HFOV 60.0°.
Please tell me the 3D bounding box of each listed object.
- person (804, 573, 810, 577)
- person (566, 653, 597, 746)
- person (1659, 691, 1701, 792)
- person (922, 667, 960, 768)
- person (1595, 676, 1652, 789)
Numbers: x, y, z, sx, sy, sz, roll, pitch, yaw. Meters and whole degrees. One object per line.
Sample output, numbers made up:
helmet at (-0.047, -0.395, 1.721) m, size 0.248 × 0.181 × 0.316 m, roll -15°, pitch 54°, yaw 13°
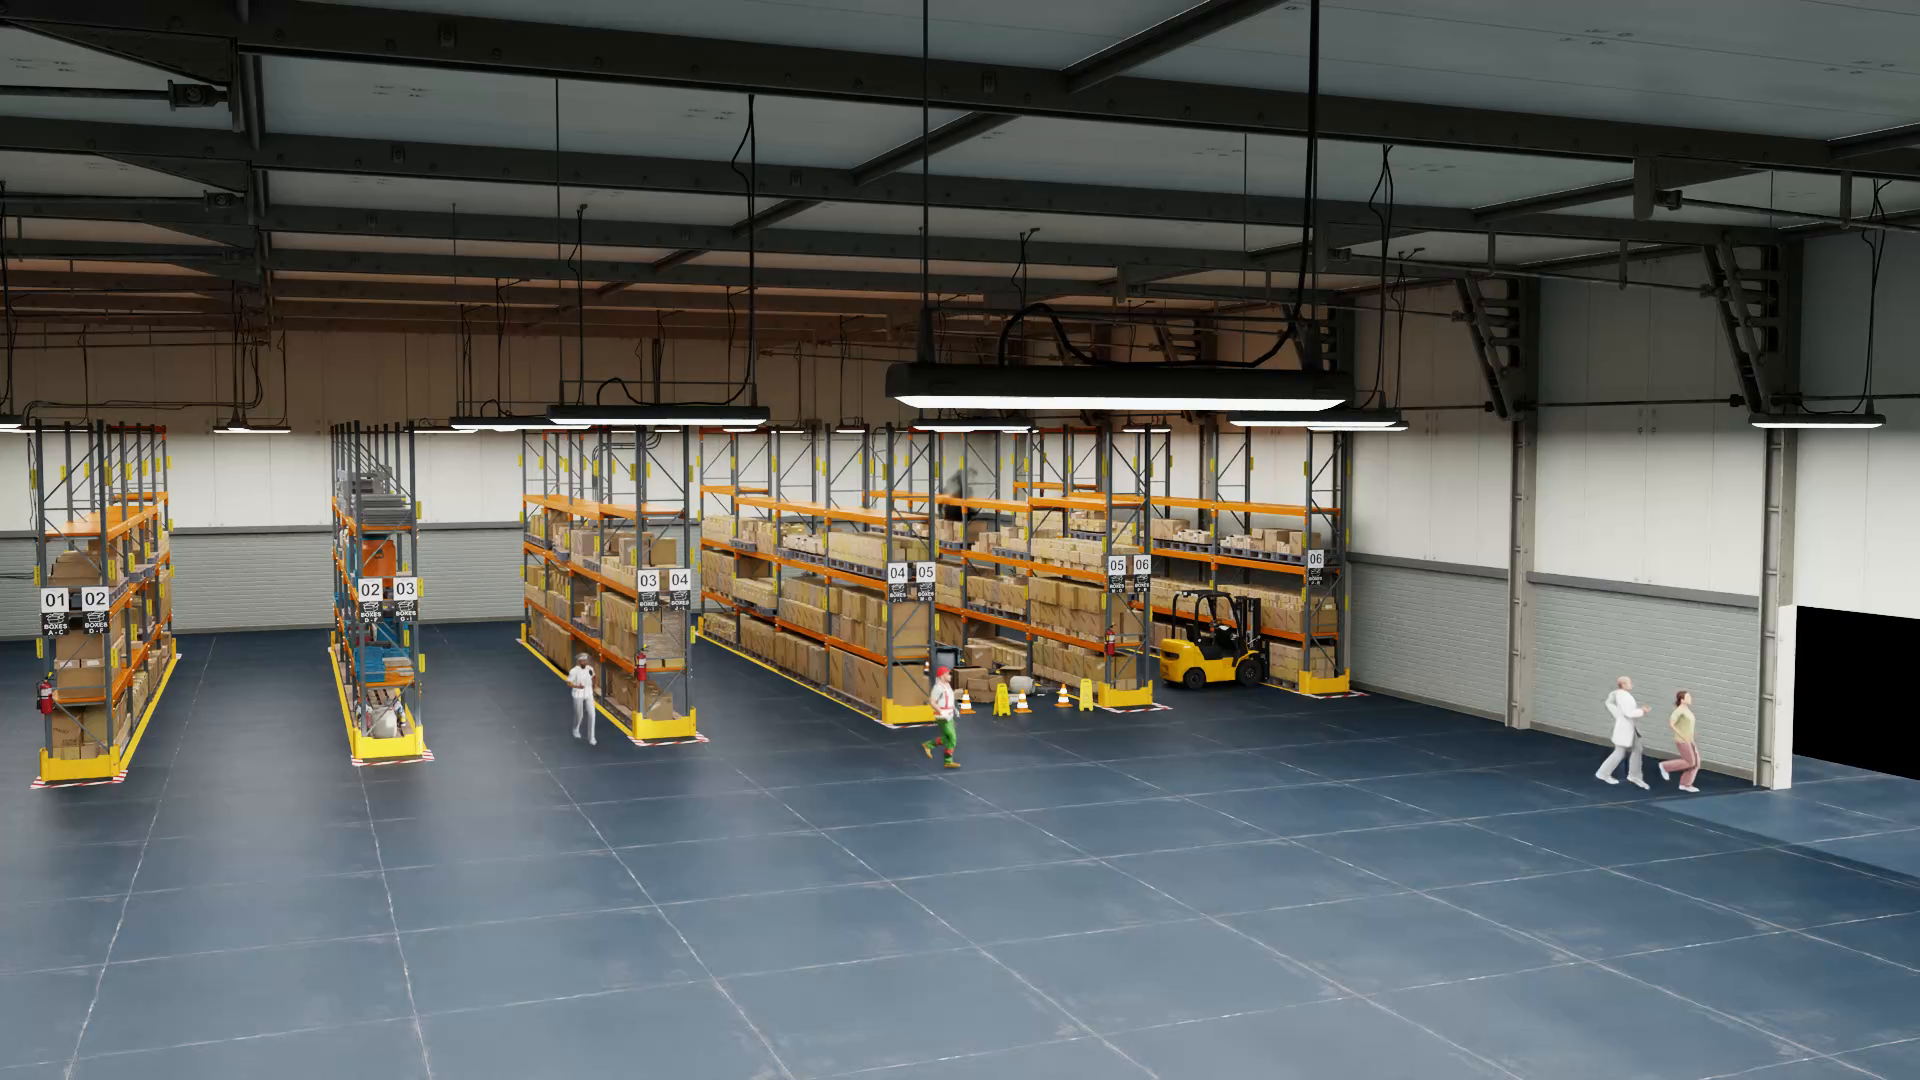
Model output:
person at (-4.364, 1.787, 50.770) m, size 0.892 × 1.621 × 0.584 m, roll -2°, pitch 4°, yaw -27°
person at (-7.065, 2.945, 31.097) m, size 0.609 × 1.716 × 0.903 m, roll -2°, pitch 4°, yaw -28°
person at (11.654, 3.235, 26.883) m, size 0.611 × 1.621 × 0.586 m, roll 3°, pitch 5°, yaw 41°
person at (-0.337, 3.051, 28.728) m, size 0.725 × 1.747 × 0.697 m, roll 1°, pitch 4°, yaw 18°
person at (10.803, 3.151, 27.075) m, size 0.832 × 1.786 × 0.685 m, roll 2°, pitch 4°, yaw 23°
